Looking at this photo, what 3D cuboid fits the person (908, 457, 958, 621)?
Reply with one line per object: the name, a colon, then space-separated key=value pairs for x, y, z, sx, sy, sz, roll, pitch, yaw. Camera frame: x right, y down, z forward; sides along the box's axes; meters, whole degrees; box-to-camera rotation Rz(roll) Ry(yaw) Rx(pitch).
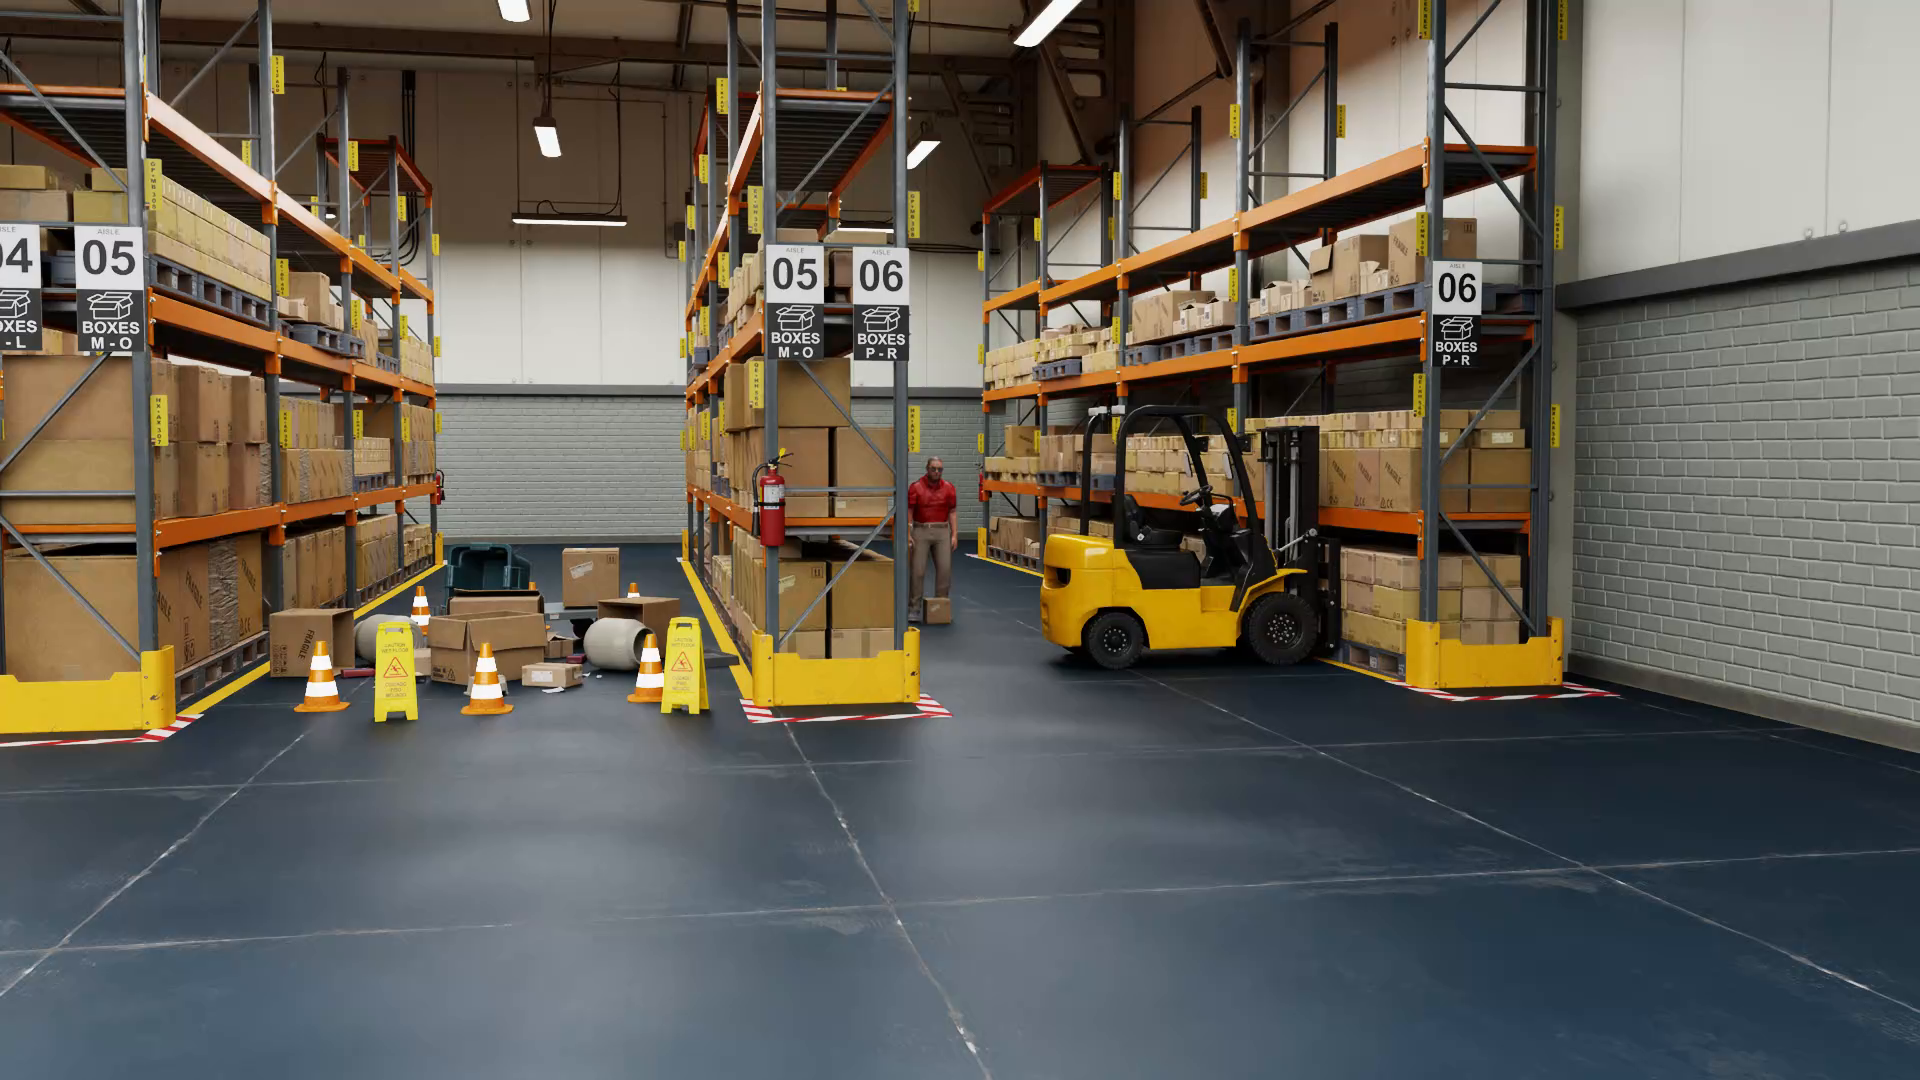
person: x=-0.301 y=-0.015 z=17.523 sx=0.587 sy=1.725 sz=0.405 roll=-1 pitch=3 yaw=-14
